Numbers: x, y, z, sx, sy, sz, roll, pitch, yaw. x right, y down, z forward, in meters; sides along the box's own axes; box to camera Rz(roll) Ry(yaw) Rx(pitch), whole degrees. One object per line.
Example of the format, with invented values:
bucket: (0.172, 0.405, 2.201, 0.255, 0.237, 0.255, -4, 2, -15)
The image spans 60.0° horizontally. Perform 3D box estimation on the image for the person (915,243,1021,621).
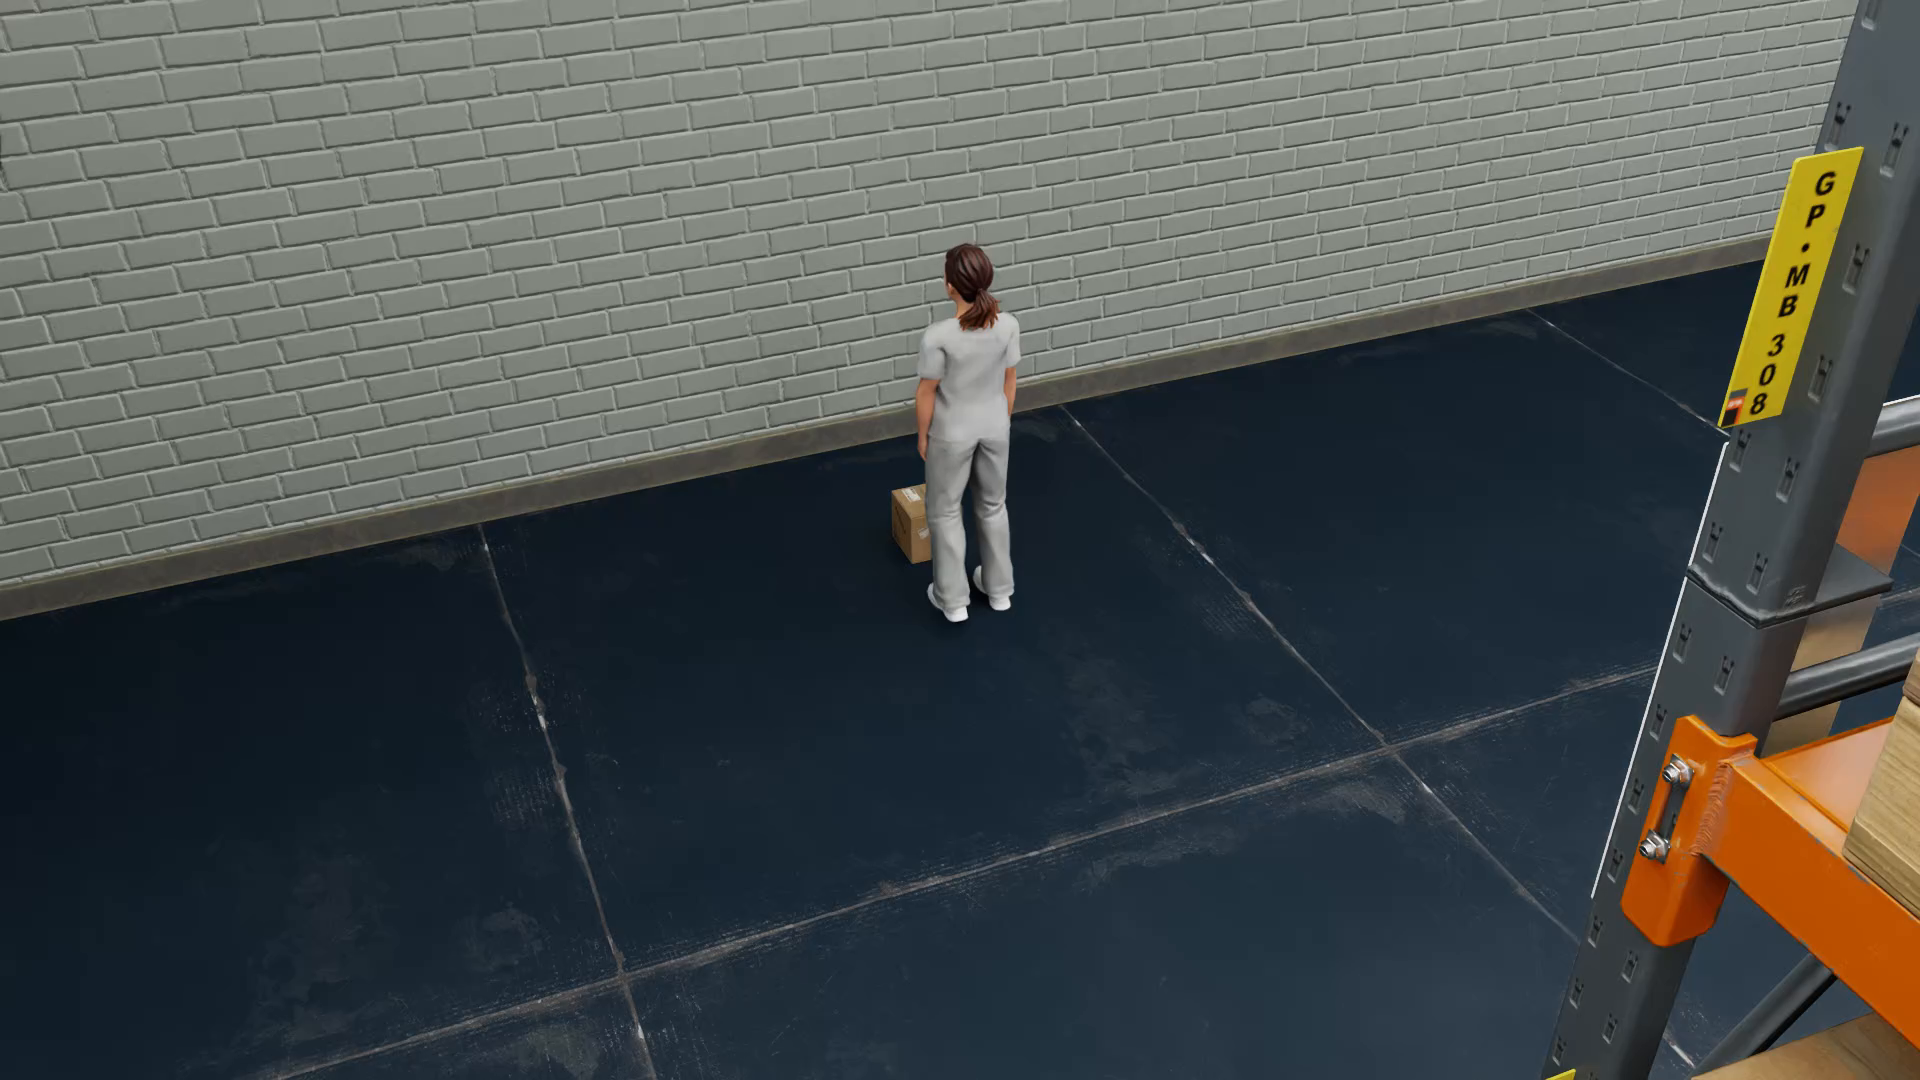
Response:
person: (0.030, -0.414, 6.786, 0.438, 1.680, 0.362, -12, 36, -18)
